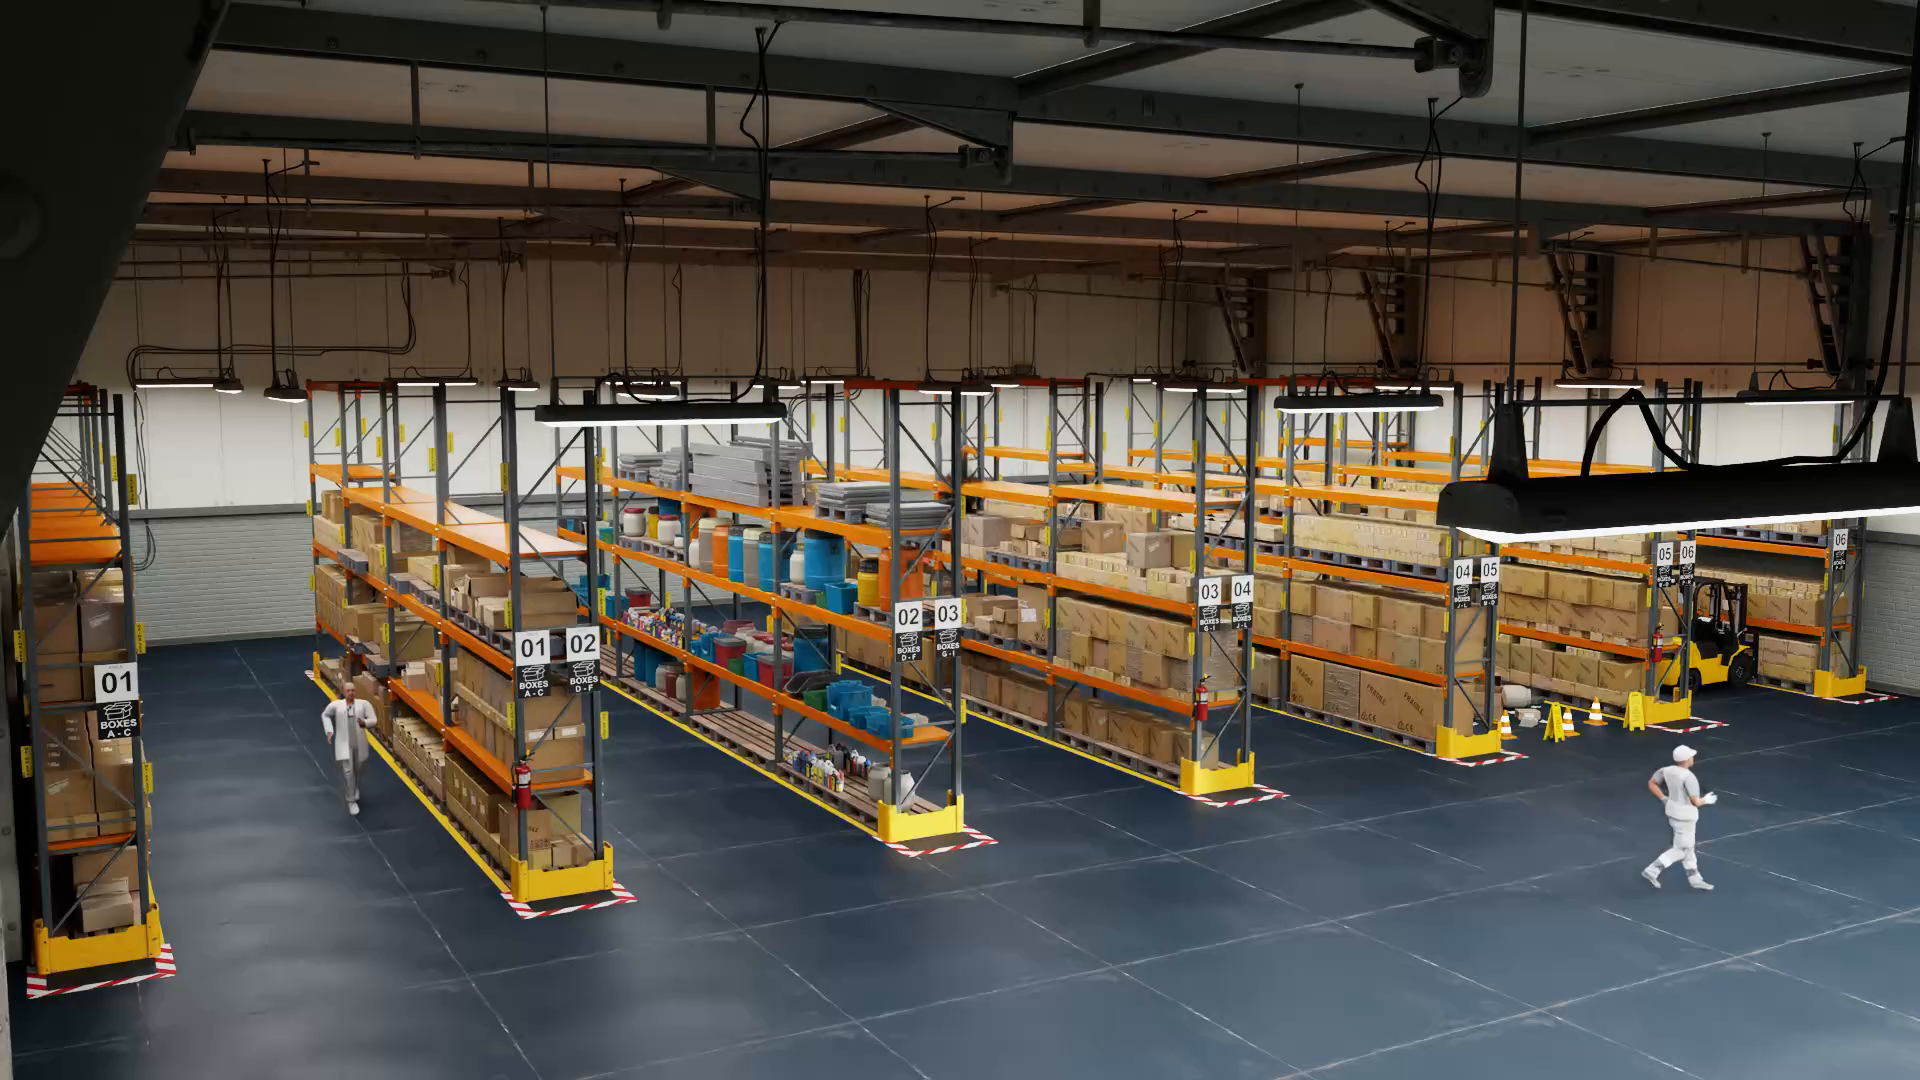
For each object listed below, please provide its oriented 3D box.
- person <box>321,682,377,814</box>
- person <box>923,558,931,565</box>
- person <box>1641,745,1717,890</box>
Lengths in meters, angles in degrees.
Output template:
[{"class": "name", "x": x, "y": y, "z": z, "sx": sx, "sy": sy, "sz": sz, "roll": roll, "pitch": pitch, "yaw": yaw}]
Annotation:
[{"class": "person", "x": -8.651, "y": 2.907, "z": 23.641, "sx": 0.695, "sy": 1.784, "sz": 1.042, "roll": -4, "pitch": 7, "yaw": -31}, {"class": "person", "x": -0.793, "y": 1.273, "z": 39.555, "sx": 0.647, "sy": 1.755, "sz": 0.637, "roll": -1, "pitch": 6, "yaw": -9}, {"class": "person", "x": 8.570, "y": 3.320, "z": 19.772, "sx": 0.987, "sy": 1.786, "sz": 0.656, "roll": -1, "pitch": 6, "yaw": -8}]
